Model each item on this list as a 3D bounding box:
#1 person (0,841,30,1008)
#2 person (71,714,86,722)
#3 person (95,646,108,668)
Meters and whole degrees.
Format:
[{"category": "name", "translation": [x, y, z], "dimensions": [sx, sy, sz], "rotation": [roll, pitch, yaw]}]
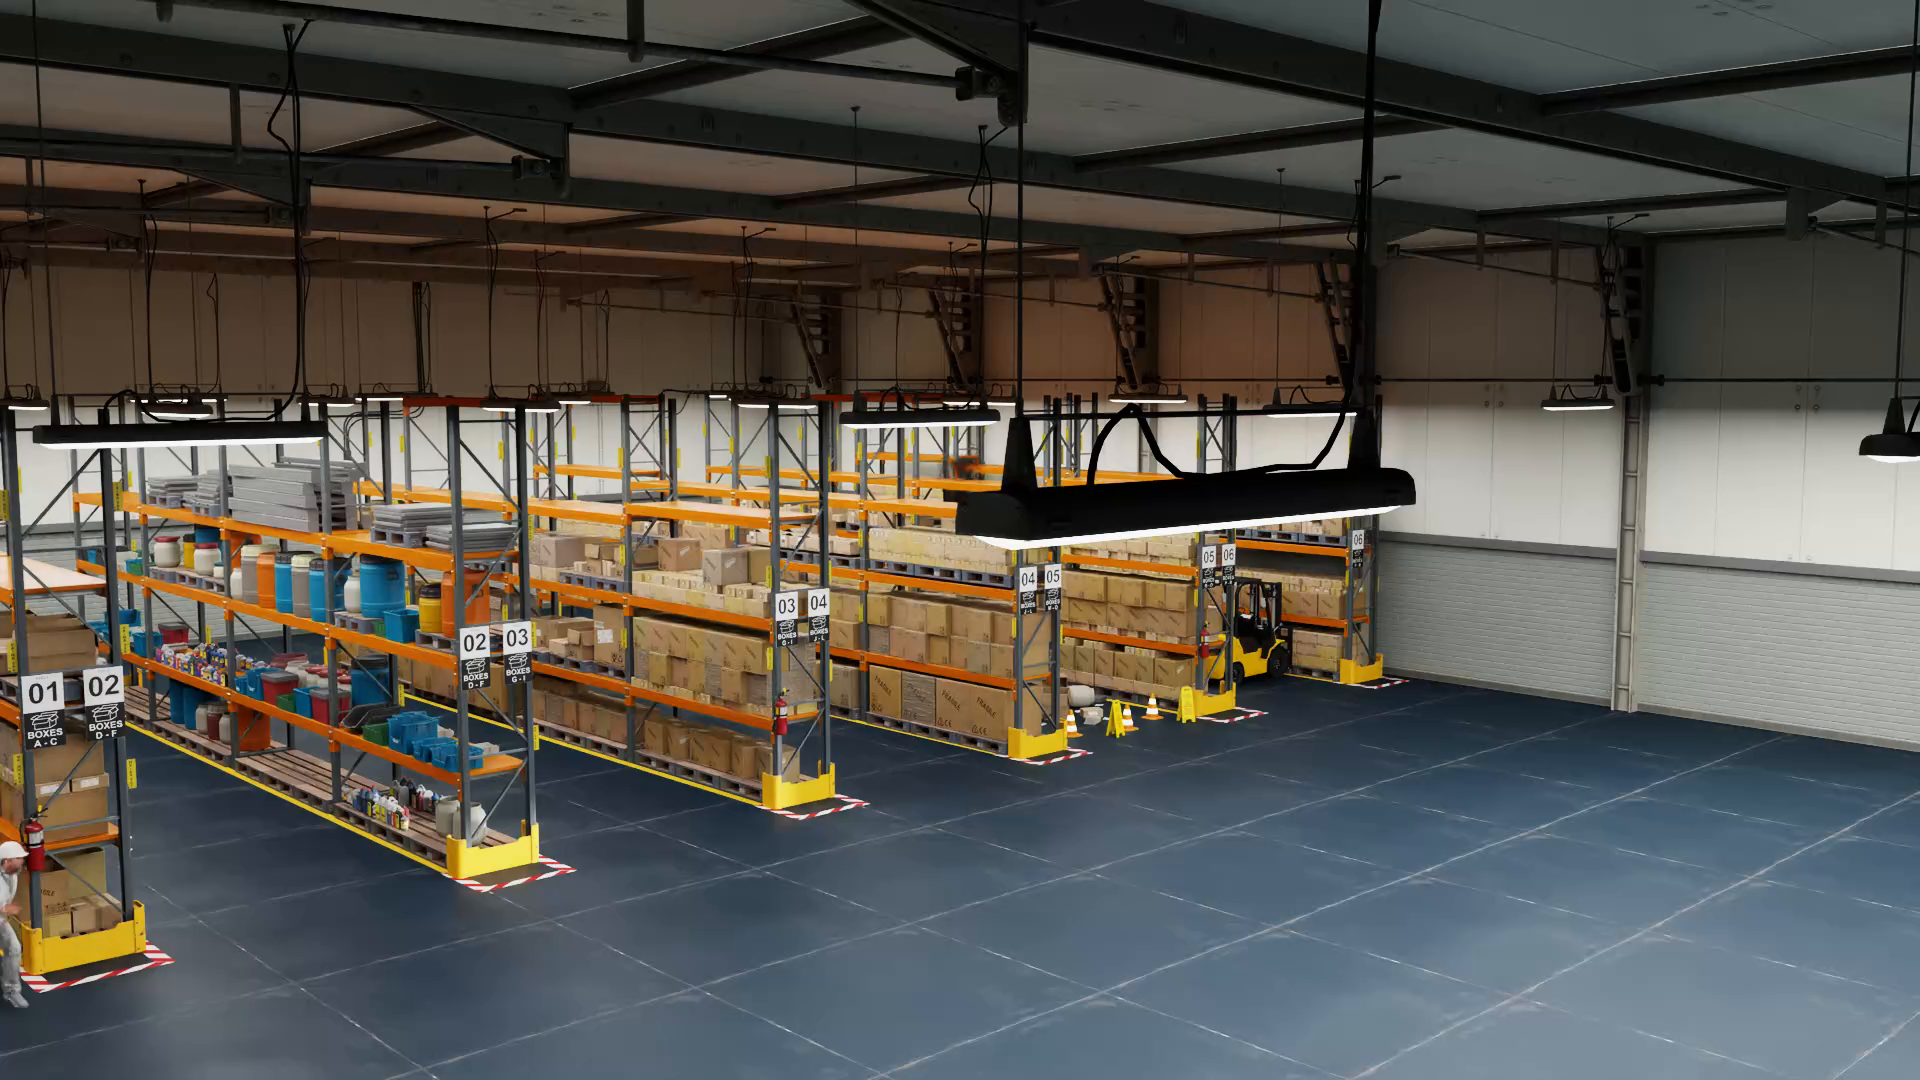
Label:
[{"category": "person", "translation": [-9.879, 3.891, 16.770], "dimensions": [1.036, 1.734, 0.691], "rotation": [0, 6, 0]}, {"category": "person", "translation": [-14.928, 2.789, 28.095], "dimensions": [0.871, 1.670, 0.676], "rotation": [3, 6, 28]}, {"category": "person", "translation": [-15.550, 2.657, 29.827], "dimensions": [0.547, 1.618, 0.735], "rotation": [-3, 7, -32]}]
